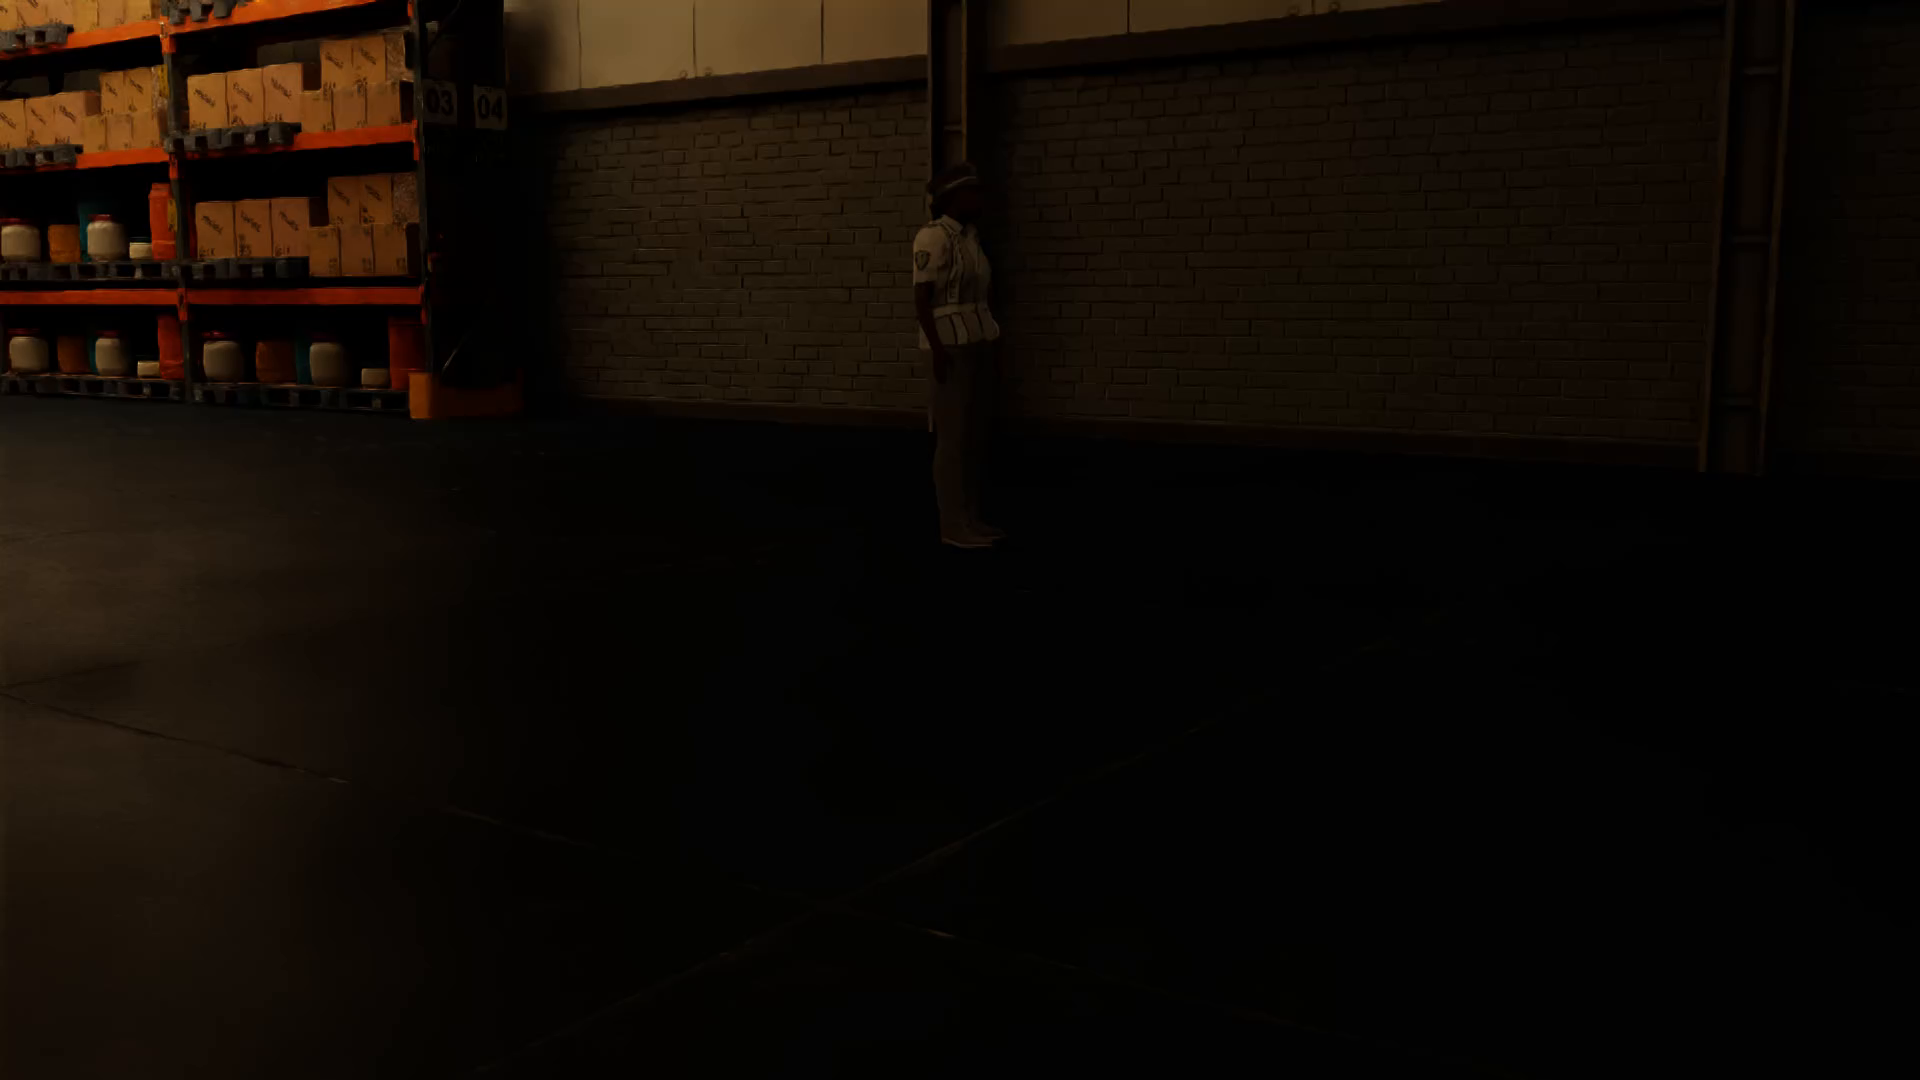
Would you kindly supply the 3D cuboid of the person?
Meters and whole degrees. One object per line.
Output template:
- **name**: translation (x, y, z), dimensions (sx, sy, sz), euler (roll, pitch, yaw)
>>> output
- **person**: translation (0.051, -0.838, 7.426), dimensions (0.529, 1.695, 0.570), euler (5, 10, 34)
